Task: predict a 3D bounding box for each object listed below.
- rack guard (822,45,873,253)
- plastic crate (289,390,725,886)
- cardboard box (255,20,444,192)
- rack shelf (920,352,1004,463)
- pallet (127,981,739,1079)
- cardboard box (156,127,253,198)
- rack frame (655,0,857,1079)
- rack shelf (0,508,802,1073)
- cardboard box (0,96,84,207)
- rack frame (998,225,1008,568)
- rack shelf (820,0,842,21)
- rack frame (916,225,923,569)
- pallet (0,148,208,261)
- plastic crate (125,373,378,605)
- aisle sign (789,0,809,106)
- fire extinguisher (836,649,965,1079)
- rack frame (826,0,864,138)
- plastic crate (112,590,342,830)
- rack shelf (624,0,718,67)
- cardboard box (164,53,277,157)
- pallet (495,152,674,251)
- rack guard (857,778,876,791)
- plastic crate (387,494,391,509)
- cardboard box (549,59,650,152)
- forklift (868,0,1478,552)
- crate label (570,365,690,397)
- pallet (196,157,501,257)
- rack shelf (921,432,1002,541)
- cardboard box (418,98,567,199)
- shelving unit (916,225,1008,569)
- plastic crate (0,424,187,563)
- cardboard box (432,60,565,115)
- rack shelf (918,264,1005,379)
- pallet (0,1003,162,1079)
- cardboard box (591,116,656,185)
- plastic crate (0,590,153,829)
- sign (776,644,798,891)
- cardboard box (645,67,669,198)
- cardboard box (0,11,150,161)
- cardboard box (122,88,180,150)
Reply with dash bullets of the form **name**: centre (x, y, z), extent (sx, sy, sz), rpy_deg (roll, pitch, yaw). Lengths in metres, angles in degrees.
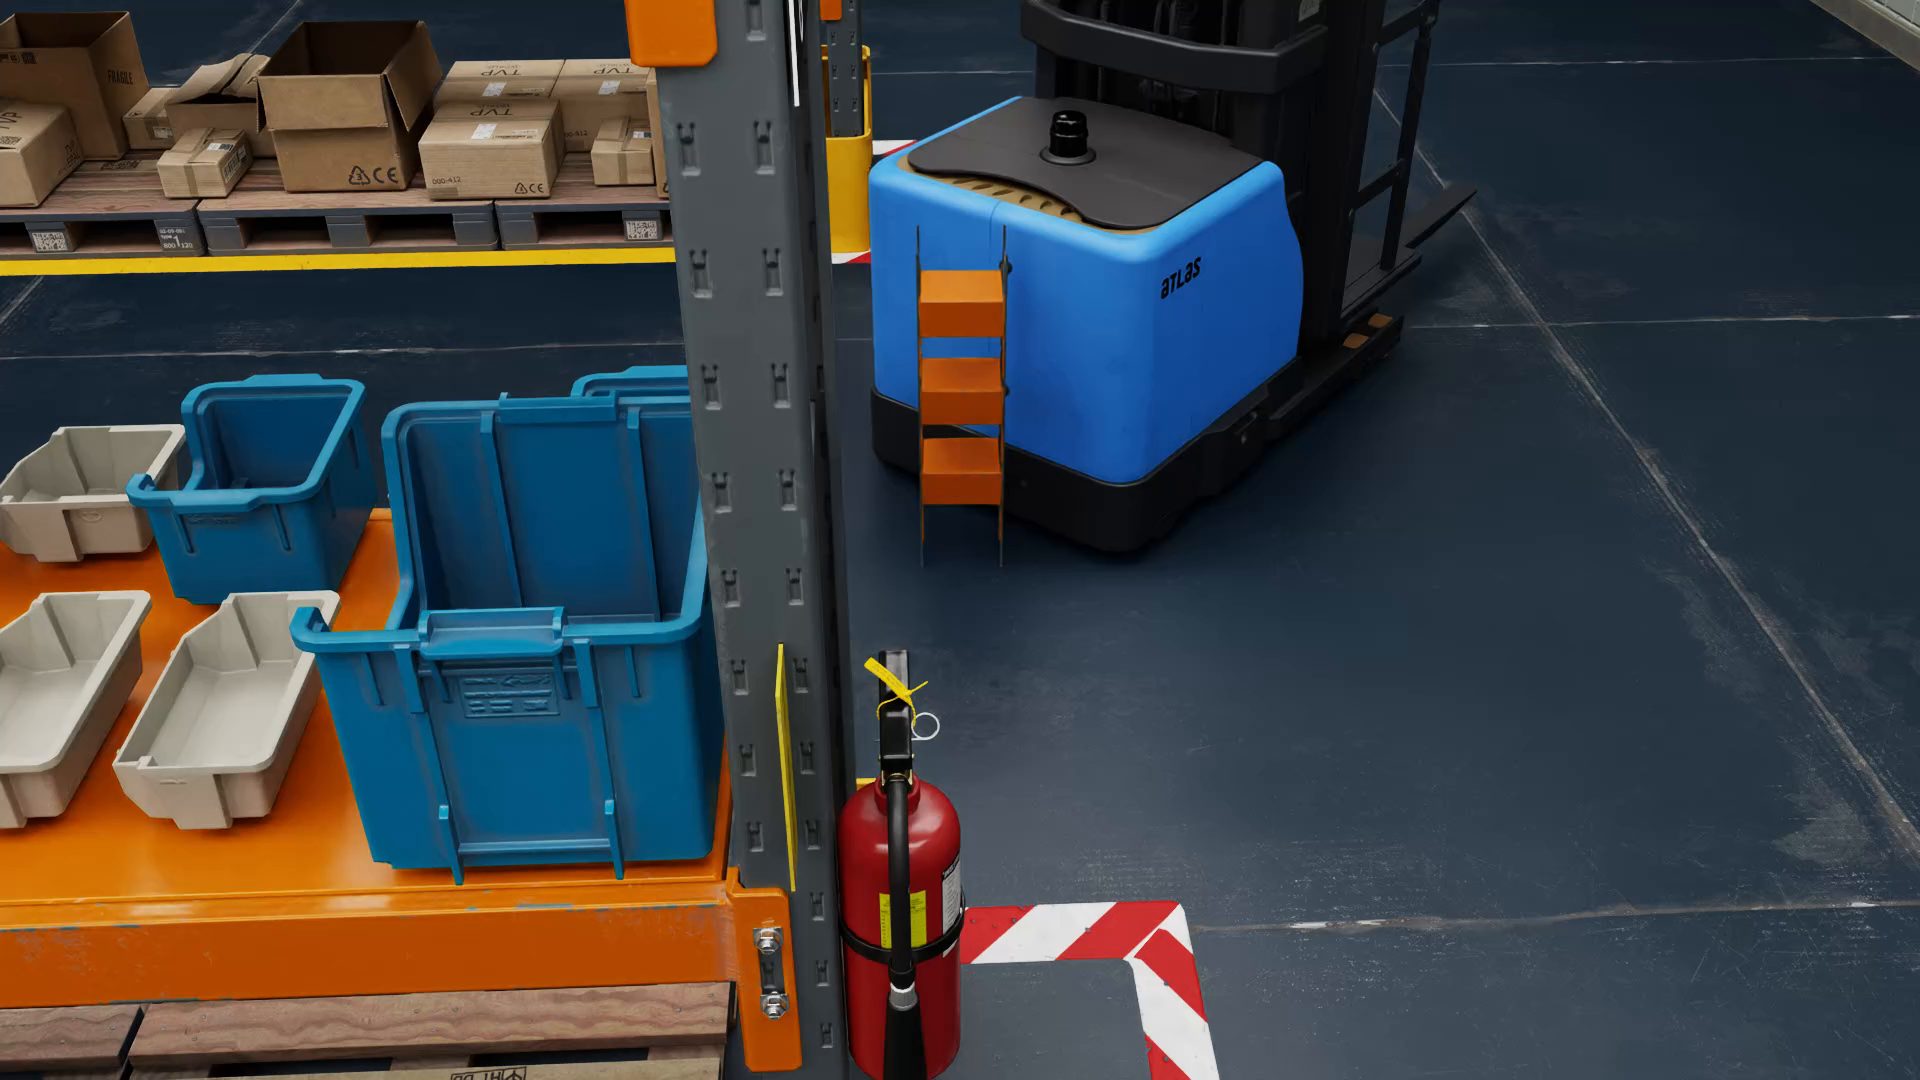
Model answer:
- **rack guard**: centre (-0.563, -1.745, 7.333), extent (0.348, 0.500, 1.175), rpy_deg (-2, 35, -2)
- **plastic crate**: centre (-0.581, 0.116, 2.362), extent (0.499, 0.435, 0.616), rpy_deg (-2, 35, -2)
- **cardboard box**: centre (-2.606, -1.875, 7.131), extent (0.637, 0.503, 0.797), rpy_deg (-2, 35, -2)
- **rack shelf**: centre (0.004, -0.392, 4.912), extent (0.240, 0.259, 0.215), rpy_deg (0, 35, 0)
- **pallet**: centre (-1.081, 1.187, 3.349), extent (1.213, 0.211, 1.003), rpy_deg (-2, 35, -2)
- **cardboard box**: centre (-3.189, -1.601, 7.030), extent (0.250, 0.166, 0.380), rpy_deg (-2, 35, -2)
- **rack frame**: centre (-0.256, 0.040, 2.556), extent (0.127, 3.000, 1.000), rpy_deg (-2, 35, -2)
- **rack shelf**: centre (-2.254, 0.390, 2.683), extent (4.000, 0.370, 1.077), rpy_deg (-2, 35, -2)
- **cardboard box**: centre (-4.053, -1.631, 6.947), extent (0.500, 0.311, 0.500), rpy_deg (-2, 35, -2)
- **rack frame**: centre (0.126, -0.401, 4.907), extent (0.008, 1.050, 0.200), rpy_deg (0, 35, 0)
- **rack shelf**: centre (-2.484, -2.426, 6.751), extent (4.000, 0.370, 1.077), rpy_deg (-2, 35, -2)
- **rack frame**: centre (-0.118, -0.400, 4.905), extent (0.008, 1.050, 0.200), rpy_deg (0, 35, 0)
- **pallet**: centre (-3.796, -1.539, 7.288), extent (1.213, 0.211, 1.003), rpy_deg (-2, 35, -2)
- **plastic crate**: centre (-1.176, -0.078, 2.821), extent (0.300, 0.233, 0.416), rpy_deg (-2, 35, -2)
- **aisle sign**: centre (-0.170, -0.864, 1.578), extent (0.004, 0.787, 0.394), rpy_deg (-2, 35, -2)
- **fire extinguisher**: centre (-0.084, 0.480, 2.316), extent (0.183, 0.674, 0.296), rpy_deg (-2, 35, -2)
- **rack frame**: centre (-0.487, -2.775, 6.624), extent (0.127, 3.000, 1.000), rpy_deg (-2, 35, -2)
- **plastic crate**: centre (-1.062, 0.249, 2.433), extent (0.243, 0.136, 0.396), rpy_deg (-2, 35, -2)
- **rack shelf**: centre (-2.254, -0.843, 1.829), extent (4.000, 0.370, 1.077), rpy_deg (-2, 35, -2)
- **cardboard box**: centre (-3.177, -1.940, 7.393), extent (0.500, 0.311, 0.500), rpy_deg (-2, 35, -2)
- **pallet**: centre (-1.359, -1.604, 7.383), extent (1.213, 0.211, 1.003), rpy_deg (-2, 35, -2)
- **rack guard**: centre (-0.232, 1.060, 3.279), extent (0.348, 0.500, 1.175), rpy_deg (-2, 35, -2)
- **plastic crate**: centre (-0.842, -0.095, 2.930), extent (0.298, 0.136, 0.250), rpy_deg (-2, 35, -2)
- **cardboard box**: centre (-1.543, -1.959, 7.474), extent (0.500, 0.250, 0.500), rpy_deg (-2, 35, -2)
- **forklift**: centre (1.001, -1.950, 5.492), extent (1.130, 2.935, 3.031), rpy_deg (24, 41, 30)
- **crate label**: centre (-0.518, -0.096, 2.847), extent (0.303, 0.233, 0.416), rpy_deg (-2, 35, -2)
- **pallet**: centre (-2.575, -1.573, 7.338), extent (1.213, 0.211, 1.003), rpy_deg (-2, 35, -2)
- **rack shelf**: centre (0.004, -0.163, 5.070), extent (0.240, 0.259, 0.215), rpy_deg (0, 35, 0)
- **cardboard box**: centre (-1.968, -1.662, 7.046), extent (0.500, 0.250, 0.500), rpy_deg (-2, 35, -2)
- **shelving unit**: centre (0.004, -0.400, 4.906), extent (0.252, 1.050, 0.215), rpy_deg (0, 35, 0)
- **plastic crate**: centre (-1.520, -0.076, 2.904), extent (0.298, 0.136, 0.250), rpy_deg (-2, 35, -2)
- **cardboard box**: centre (-2.042, -1.945, 7.455), extent (0.500, 0.250, 0.500), rpy_deg (-2, 35, -2)
- **rack shelf**: centre (0.004, -0.625, 4.751), extent (0.240, 0.259, 0.215), rpy_deg (0, 35, 0)
- **pallet**: centre (-2.297, 1.218, 3.304), extent (1.213, 0.211, 1.003), rpy_deg (-2, 35, -2)
- **cardboard box**: centre (-1.427, -1.677, 7.140), extent (0.250, 0.166, 0.380), rpy_deg (-2, 35, -2)
- **plastic crate**: centre (-1.352, 0.249, 2.434), extent (0.243, 0.136, 0.396), rpy_deg (-2, 35, -2)
- **sign**: centre (-0.214, 0.286, 2.058), extent (0.005, 0.325, 0.100), rpy_deg (-2, 35, -2)
- **cardboard box**: centre (-1.018, -1.774, 6.987), extent (0.500, 0.500, 0.500), rpy_deg (-2, 35, -2)
- **cardboard box**: centre (-3.926, -1.997, 7.310), extent (0.500, 0.500, 0.500), rpy_deg (-2, 35, -2)
- **cardboard box**: centre (-3.555, -1.897, 7.474), extent (0.250, 0.149, 0.380), rpy_deg (-2, 35, -2)
